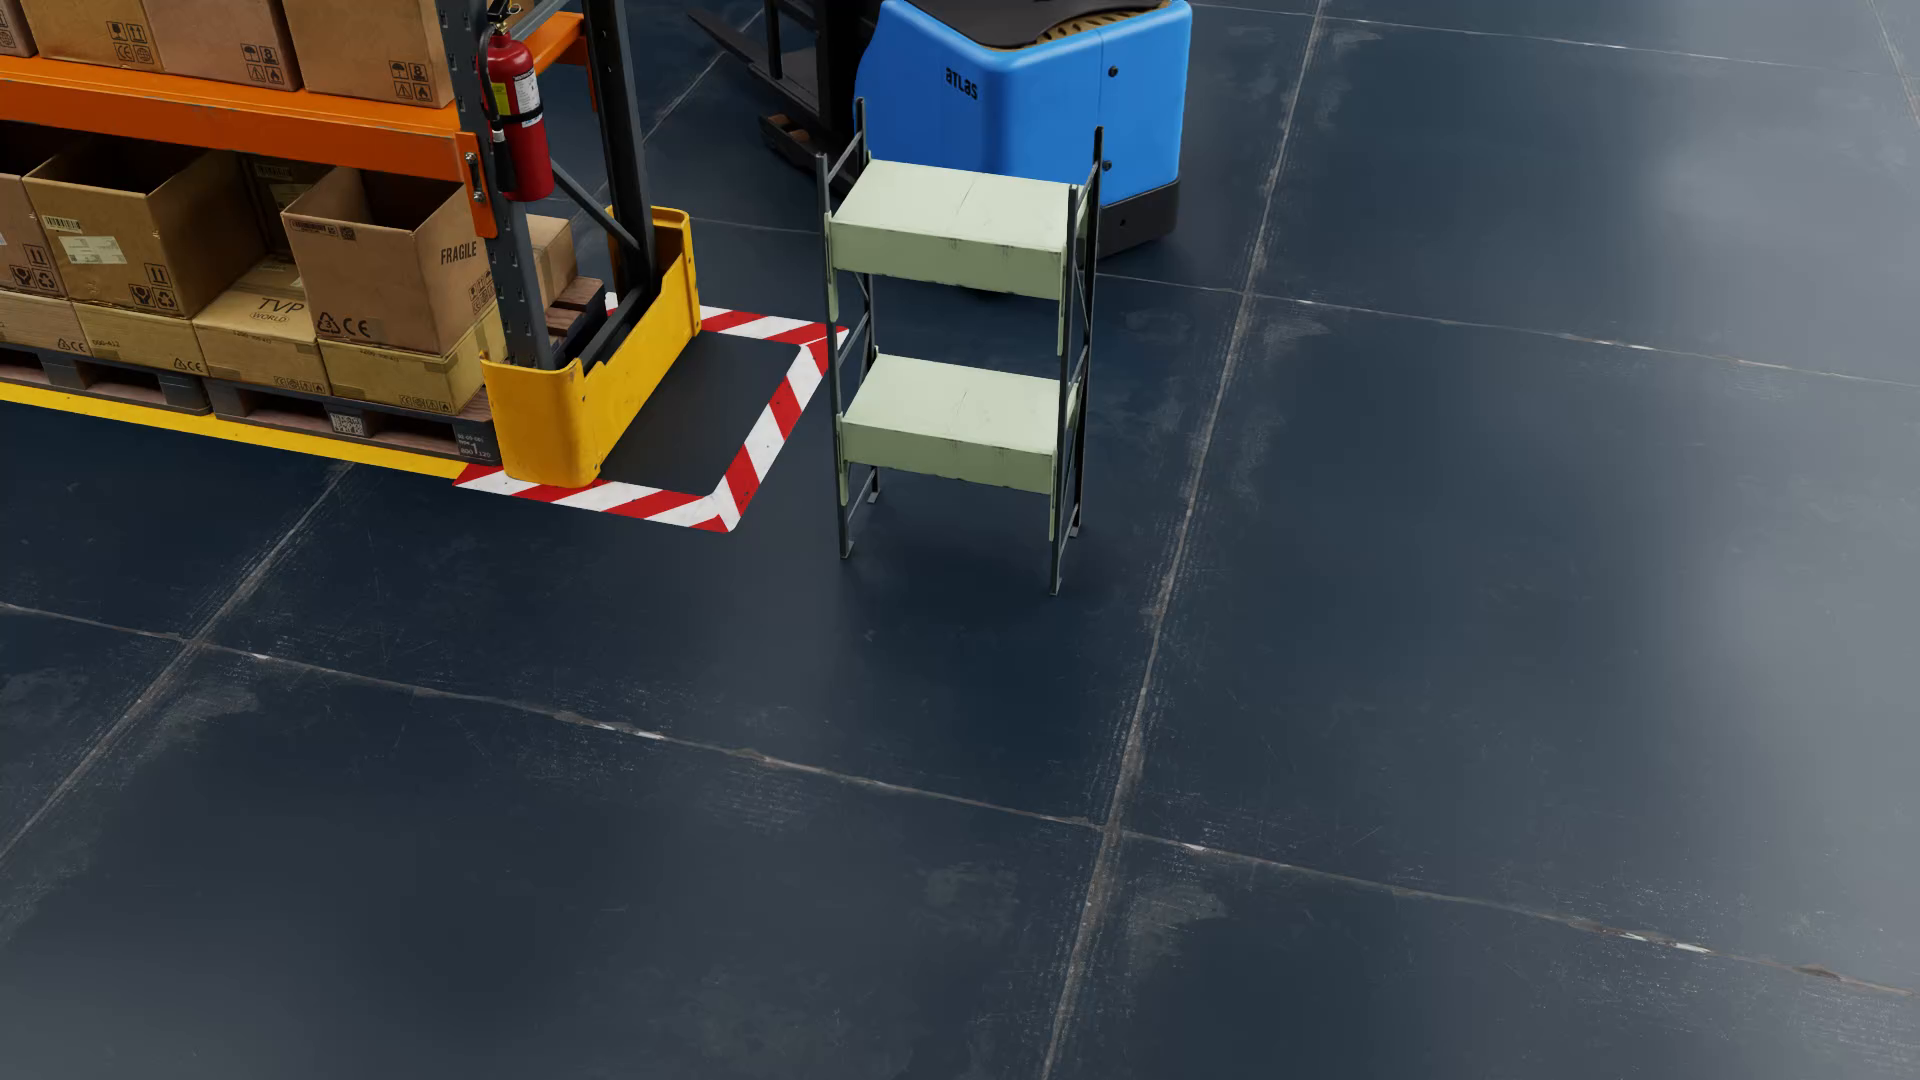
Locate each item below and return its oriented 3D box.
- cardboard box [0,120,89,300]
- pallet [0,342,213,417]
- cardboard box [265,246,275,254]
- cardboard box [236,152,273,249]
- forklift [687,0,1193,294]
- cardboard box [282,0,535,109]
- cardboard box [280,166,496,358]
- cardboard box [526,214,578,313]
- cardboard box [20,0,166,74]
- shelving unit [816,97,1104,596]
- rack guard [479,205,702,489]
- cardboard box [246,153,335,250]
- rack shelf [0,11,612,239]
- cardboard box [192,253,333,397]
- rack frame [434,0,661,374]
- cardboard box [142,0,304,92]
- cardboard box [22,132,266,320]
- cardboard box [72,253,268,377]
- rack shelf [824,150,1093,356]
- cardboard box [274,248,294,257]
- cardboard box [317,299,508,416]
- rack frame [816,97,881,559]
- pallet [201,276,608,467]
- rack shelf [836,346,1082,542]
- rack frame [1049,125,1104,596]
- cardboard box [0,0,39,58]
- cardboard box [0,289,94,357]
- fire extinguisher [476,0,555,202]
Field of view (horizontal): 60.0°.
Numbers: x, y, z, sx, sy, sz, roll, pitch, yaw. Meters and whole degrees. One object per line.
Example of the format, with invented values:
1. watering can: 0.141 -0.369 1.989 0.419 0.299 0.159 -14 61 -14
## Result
1. cardboard box: -3.427 -1.258 6.144 0.500 0.500 0.500 10 41 11
2. pallet: -3.304 -0.955 6.723 1.213 0.211 1.003 10 41 11
3. cardboard box: -2.807 -1.217 6.679 0.500 0.250 0.500 10 41 11
4. cardboard box: -2.810 -1.497 6.429 0.500 0.500 0.500 10 41 11
5. forklift: -0.300 -3.047 7.099 1.130 2.935 3.031 -24 46 -26
6. cardboard box: -1.828 -1.842 5.533 0.500 0.500 0.700 10 41 11
7. cardboard box: -1.975 -1.017 5.857 0.500 0.500 0.500 10 41 11
8. cardboard box: -1.840 -1.053 6.483 0.500 0.250 0.500 10 41 11
9. cardboard box: -2.814 -2.012 5.736 0.500 0.500 0.700 10 41 12
10. shelving unit: 0.006 -0.573 5.266 0.755 1.500 0.431 10 41 11
11. rack guard: -1.357 -0.757 6.262 0.348 0.500 1.175 10 41 11
12. cardboard box: -2.324 -1.422 6.339 0.500 0.500 0.500 10 41 11
13. rack shelf: -3.312 -1.775 6.090 4.000 0.370 1.077 10 41 11
14. cardboard box: -2.460 -0.807 6.190 0.500 0.250 0.500 10 41 11
15. rack frame: -1.380 -1.718 5.463 0.127 3.000 1.000 10 41 11
16. cardboard box: -2.336 -1.926 5.633 0.500 0.500 0.700 11 41 13
17. cardboard box: -2.945 -1.174 6.044 0.500 0.500 0.500 10 41 11
18. cardboard box: -2.944 -0.889 6.288 0.500 0.250 0.500 10 41 11
19. rack shelf: 0.006 -0.872 5.015 0.720 0.370 0.431 10 41 11
20. cardboard box: -2.324 -1.134 6.579 0.500 0.250 0.500 10 41 11
21. cardboard box: -1.974 -0.731 6.100 0.500 0.250 0.500 10 41 11
22. rack frame: -0.347 -0.634 5.339 0.023 1.500 0.400 10 41 11
23. pallet: -2.129 -0.751 6.480 1.213 0.211 1.003 10 41 11
24. rack shelf: 0.006 -0.324 5.476 0.720 0.370 0.431 10 41 11
25. rack frame: 0.360 -0.512 5.194 0.023 1.500 0.400 10 41 11
26. cardboard box: -3.324 -2.097 5.837 0.500 0.500 0.700 11 41 13
27. cardboard box: -3.426 -0.973 6.388 0.500 0.250 0.500 10 41 11
28. fire extinguisher: -1.386 -1.380 5.121 0.183 0.674 0.296 10 41 11
